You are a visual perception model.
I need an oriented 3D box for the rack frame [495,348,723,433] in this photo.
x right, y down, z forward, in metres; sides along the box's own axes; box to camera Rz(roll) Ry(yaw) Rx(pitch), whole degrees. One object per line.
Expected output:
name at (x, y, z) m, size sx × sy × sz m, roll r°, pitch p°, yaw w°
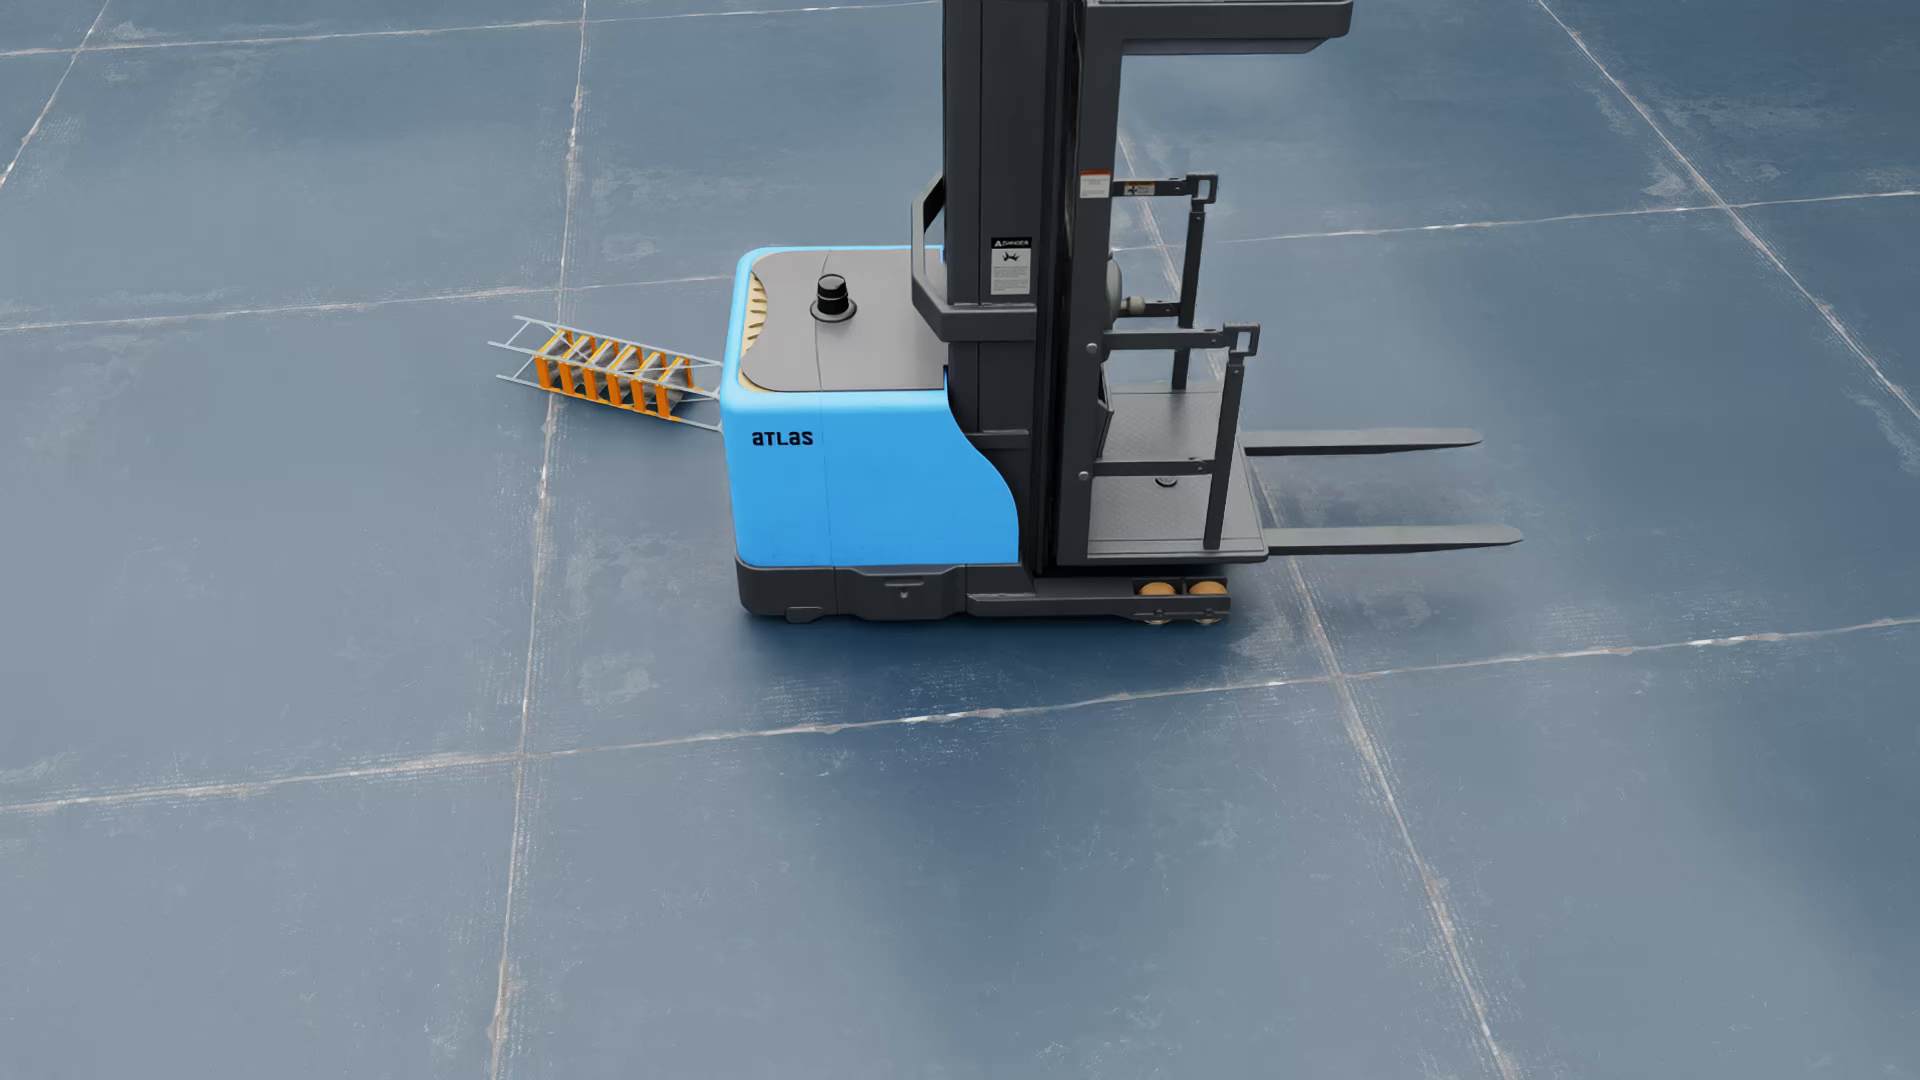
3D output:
rack frame at (-1.511, -0.675, 7.491) m, size 1.200 × 0.006 × 0.240 m, roll 14°, pitch 44°, yaw 15°

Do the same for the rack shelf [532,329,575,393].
rack shelf at (-1.807, -0.817, 7.511) m, size 0.103 × 0.180 × 0.258 m, roll 14°, pitch 44°, yaw 15°

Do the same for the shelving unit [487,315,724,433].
shelving unit at (-1.511, -0.743, 7.429) m, size 1.200 × 0.189 × 0.258 m, roll 14°, pitch 44°, yaw 15°

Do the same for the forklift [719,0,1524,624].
forklift at (0.656, -1.122, 5.806) m, size 3.031 × 2.935 × 1.130 m, roll -1°, pitch 42°, yaw -1°

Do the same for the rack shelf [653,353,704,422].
rack shelf at (-1.245, -0.677, 7.355) m, size 0.103 × 0.180 × 0.258 m, roll 14°, pitch 44°, yaw 15°

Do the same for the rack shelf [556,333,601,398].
rack shelf at (-1.694, -0.789, 7.480) m, size 0.103 × 0.180 × 0.258 m, roll 14°, pitch 44°, yaw 15°

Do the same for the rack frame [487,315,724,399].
rack frame at (-1.511, -0.811, 7.368) m, size 1.200 × 0.006 × 0.240 m, roll 14°, pitch 44°, yaw 15°

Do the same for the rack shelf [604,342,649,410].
rack shelf at (-1.470, -0.733, 7.418) m, size 0.103 × 0.180 × 0.258 m, roll 14°, pitch 44°, yaw 15°

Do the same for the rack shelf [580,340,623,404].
rack shelf at (-1.582, -0.761, 7.449) m, size 0.103 × 0.180 × 0.258 m, roll 14°, pitch 44°, yaw 15°

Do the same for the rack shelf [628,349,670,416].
rack shelf at (-1.357, -0.705, 7.387) m, size 0.103 × 0.180 × 0.258 m, roll 14°, pitch 44°, yaw 15°
